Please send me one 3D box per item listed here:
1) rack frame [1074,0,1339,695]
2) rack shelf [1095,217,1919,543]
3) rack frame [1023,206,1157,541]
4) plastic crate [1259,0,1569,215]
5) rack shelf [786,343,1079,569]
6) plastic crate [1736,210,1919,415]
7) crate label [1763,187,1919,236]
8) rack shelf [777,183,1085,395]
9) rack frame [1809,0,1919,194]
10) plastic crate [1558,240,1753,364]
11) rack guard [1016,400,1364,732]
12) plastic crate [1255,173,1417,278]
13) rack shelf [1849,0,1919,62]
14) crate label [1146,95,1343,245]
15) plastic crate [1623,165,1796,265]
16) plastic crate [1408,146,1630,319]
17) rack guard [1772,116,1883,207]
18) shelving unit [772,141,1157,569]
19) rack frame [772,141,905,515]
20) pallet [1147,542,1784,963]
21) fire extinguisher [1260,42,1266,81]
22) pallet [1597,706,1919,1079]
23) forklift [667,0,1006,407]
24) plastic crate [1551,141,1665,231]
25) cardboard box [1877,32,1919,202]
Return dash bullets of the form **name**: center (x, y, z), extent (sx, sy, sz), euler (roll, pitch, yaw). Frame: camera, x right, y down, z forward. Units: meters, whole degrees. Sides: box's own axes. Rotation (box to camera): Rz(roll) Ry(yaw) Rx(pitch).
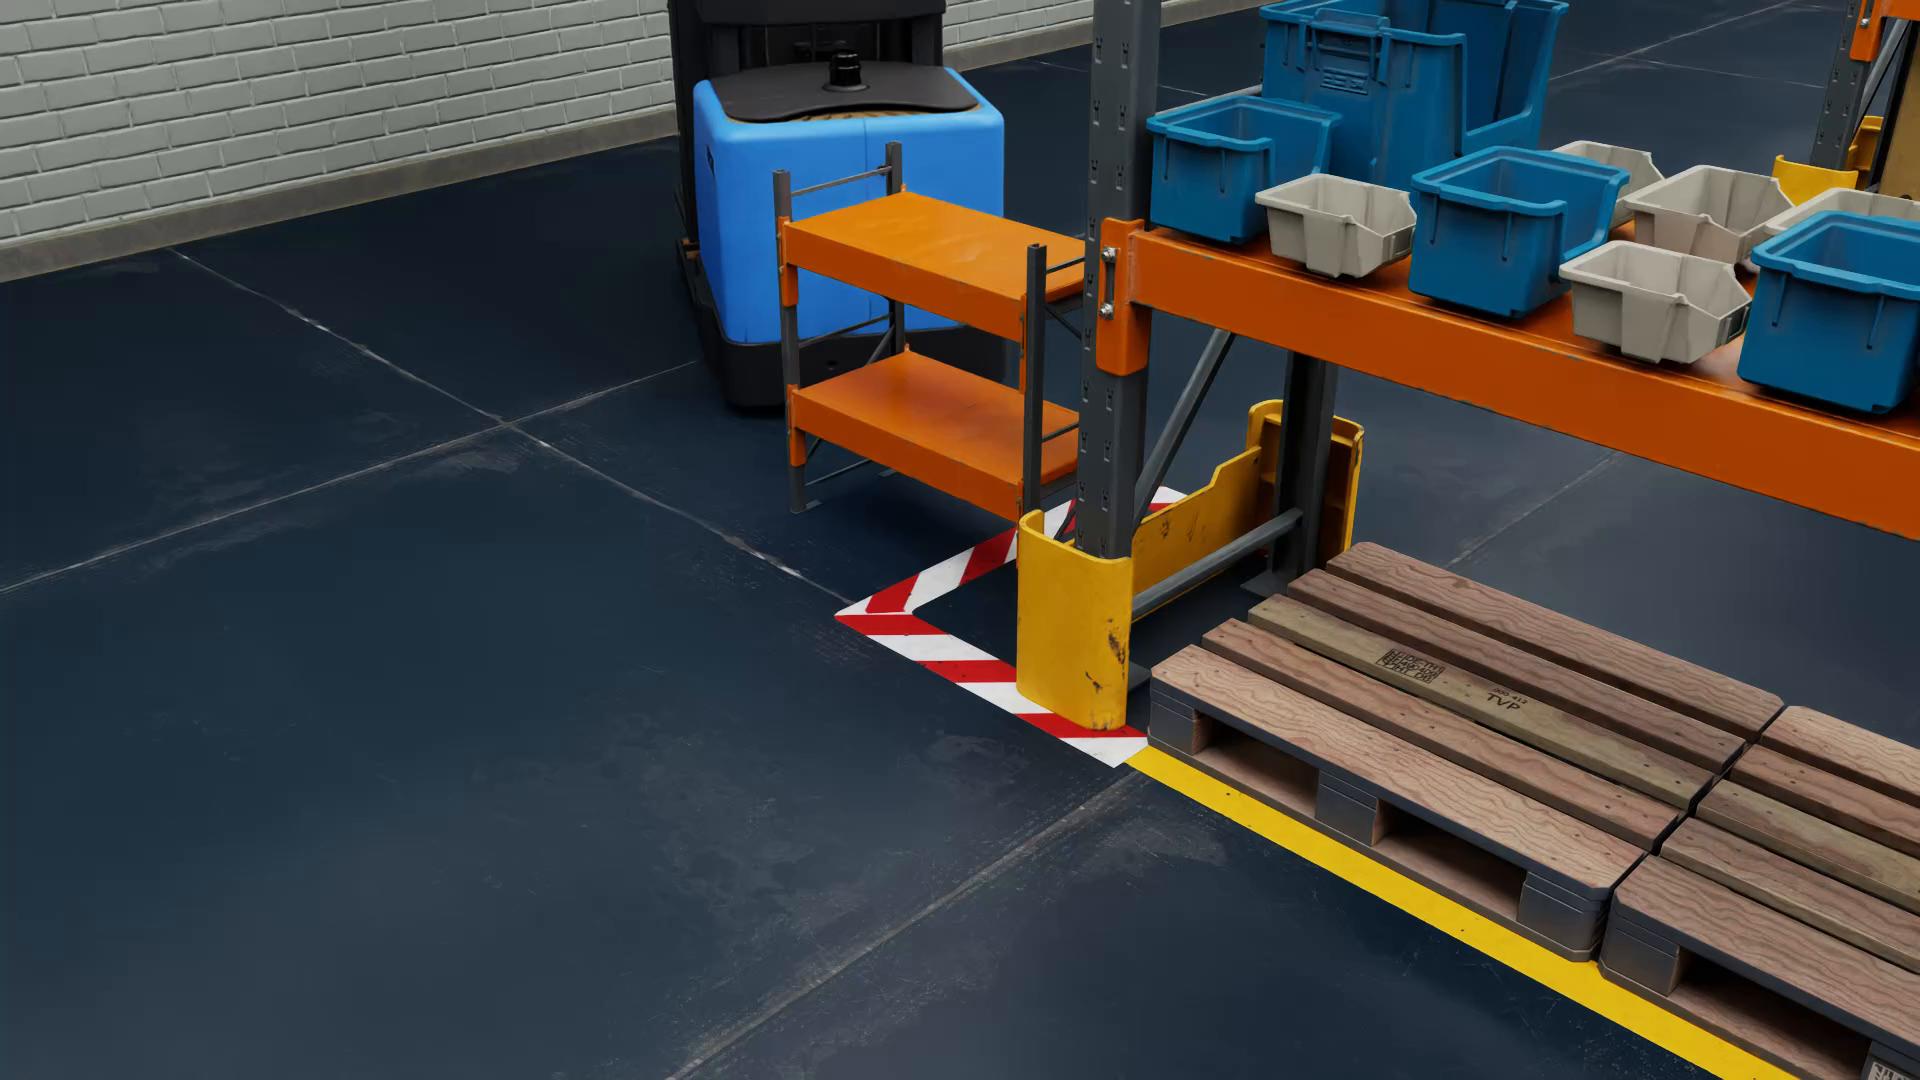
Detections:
- **rack frame**: center (0.683, -1.064, 4.050), extent (0.127, 3.000, 1.000), euler (25, 36, 38)
- **rack shelf**: center (2.110, -0.093, 2.977), extent (4.000, 0.370, 1.077), euler (25, 36, 38)
- **rack frame**: center (0.358, -0.334, 4.677), extent (0.032, 1.125, 0.500), euler (25, 36, 38)
- **plastic crate**: center (1.053, -1.059, 3.938), extent (0.499, 0.435, 0.616), euler (25, 36, 38)
- **rack shelf**: center (-0.005, -0.284, 5.106), extent (1.000, 0.278, 0.538), euler (25, 36, 38)
- **plastic crate**: center (1.568, -0.397, 2.897), extent (0.300, 0.233, 0.416), euler (25, 36, 38)
- **crate label**: center (1.804, -0.586, 3.360), extent (0.243, 0.136, 0.396), euler (25, 36, 38)
- **rack shelf**: center (-0.005, -0.759, 4.856), extent (1.000, 0.278, 0.538), euler (25, 36, 38)
- **rack frame**: center (4.156, -2.708, 7.176), extent (0.127, 3.000, 1.000), euler (25, 36, 38)
- **plastic crate**: center (1.283, -0.430, 3.065), extent (0.298, 0.136, 0.250), euler (25, 36, 38)
- **rack guard**: center (0.657, 0.039, 4.639), extent (0.348, 0.500, 1.175), euler (25, 36, 38)
- **plastic crate**: center (0.799, -0.652, 3.485), extent (0.298, 0.136, 0.250), euler (25, 36, 38)
- **rack shelf**: center (5.582, -1.737, 6.103), extent (4.000, 0.370, 1.077), euler (25, 36, 38)
- **crate label**: center (0.629, -0.827, 3.714), extent (0.303, 0.233, 0.416), euler (25, 36, 38)
- **plastic crate**: center (1.588, -0.668, 3.517), extent (0.243, 0.136, 0.396), euler (25, 36, 38)
- **plastic crate**: center (1.098, -0.612, 3.306), extent (0.300, 0.233, 0.416), euler (25, 36, 38)
- **rack guard**: center (4.139, -1.609, 7.773), extent (0.348, 0.500, 1.175), euler (25, 36, 38)
- **shelving unit**: center (-0.005, -0.500, 4.992), extent (1.048, 1.125, 0.538), euler (25, 36, 38)
- **rack frame**: center (-0.367, -0.666, 5.308), extent (0.032, 1.125, 0.500), euler (25, 36, 38)
- **pallet**: center (1.244, 0.452, 4.163), extent (1.213, 0.211, 1.003), euler (25, 36, 38)
- **fire extinguisher**: center (0.894, -1.065, 4.536), extent (0.183, 0.674, 0.296), euler (25, 36, 38)
- **pallet**: center (2.110, 0.850, 3.406), extent (1.213, 0.211, 1.003), euler (25, 36, 38)
- **forklift**: center (-0.668, -2.445, 6.751), extent (1.130, 2.935, 3.031), euler (-6, 28, -12)
- **plastic crate**: center (1.392, -0.768, 3.706), extent (0.243, 0.136, 0.396), euler (25, 36, 38)
- **cardboard box**: center (4.668, -1.771, 7.226), extent (0.875, 0.875, 0.875), euler (25, 36, 38)
